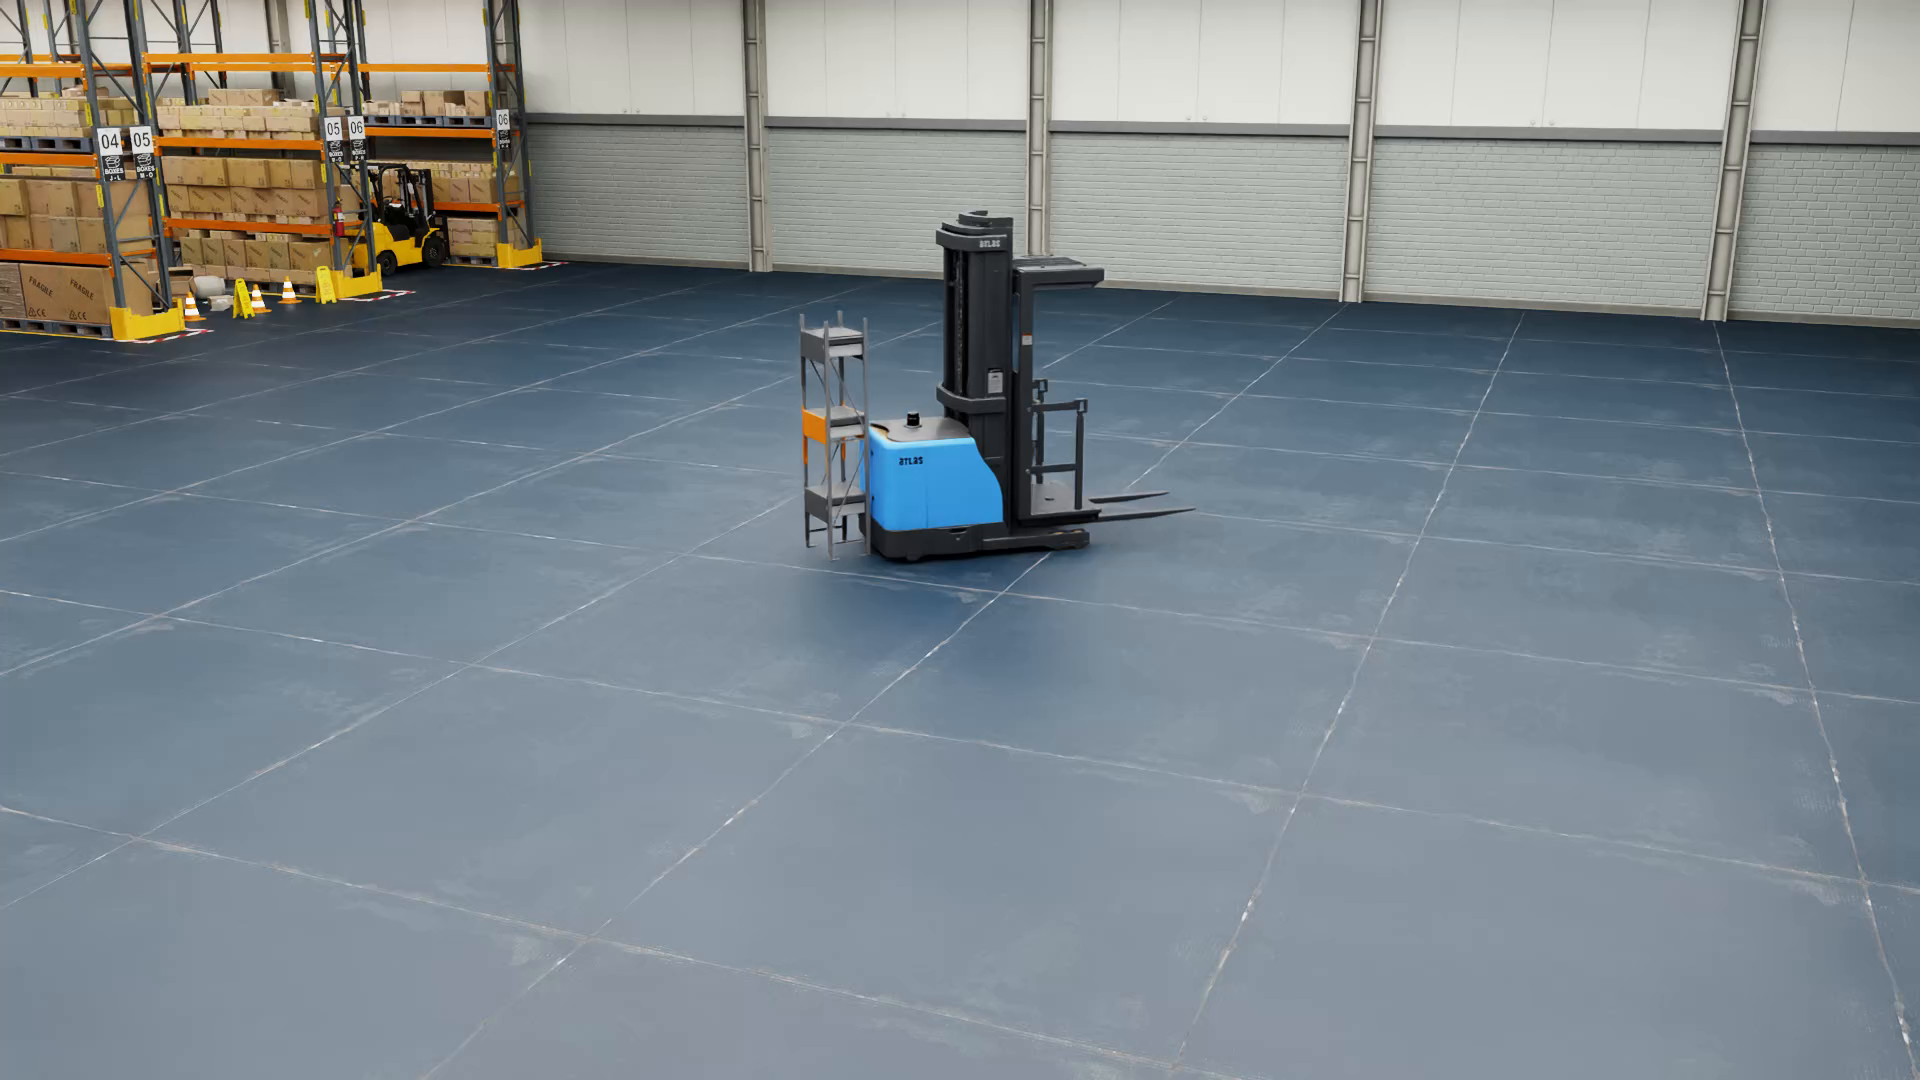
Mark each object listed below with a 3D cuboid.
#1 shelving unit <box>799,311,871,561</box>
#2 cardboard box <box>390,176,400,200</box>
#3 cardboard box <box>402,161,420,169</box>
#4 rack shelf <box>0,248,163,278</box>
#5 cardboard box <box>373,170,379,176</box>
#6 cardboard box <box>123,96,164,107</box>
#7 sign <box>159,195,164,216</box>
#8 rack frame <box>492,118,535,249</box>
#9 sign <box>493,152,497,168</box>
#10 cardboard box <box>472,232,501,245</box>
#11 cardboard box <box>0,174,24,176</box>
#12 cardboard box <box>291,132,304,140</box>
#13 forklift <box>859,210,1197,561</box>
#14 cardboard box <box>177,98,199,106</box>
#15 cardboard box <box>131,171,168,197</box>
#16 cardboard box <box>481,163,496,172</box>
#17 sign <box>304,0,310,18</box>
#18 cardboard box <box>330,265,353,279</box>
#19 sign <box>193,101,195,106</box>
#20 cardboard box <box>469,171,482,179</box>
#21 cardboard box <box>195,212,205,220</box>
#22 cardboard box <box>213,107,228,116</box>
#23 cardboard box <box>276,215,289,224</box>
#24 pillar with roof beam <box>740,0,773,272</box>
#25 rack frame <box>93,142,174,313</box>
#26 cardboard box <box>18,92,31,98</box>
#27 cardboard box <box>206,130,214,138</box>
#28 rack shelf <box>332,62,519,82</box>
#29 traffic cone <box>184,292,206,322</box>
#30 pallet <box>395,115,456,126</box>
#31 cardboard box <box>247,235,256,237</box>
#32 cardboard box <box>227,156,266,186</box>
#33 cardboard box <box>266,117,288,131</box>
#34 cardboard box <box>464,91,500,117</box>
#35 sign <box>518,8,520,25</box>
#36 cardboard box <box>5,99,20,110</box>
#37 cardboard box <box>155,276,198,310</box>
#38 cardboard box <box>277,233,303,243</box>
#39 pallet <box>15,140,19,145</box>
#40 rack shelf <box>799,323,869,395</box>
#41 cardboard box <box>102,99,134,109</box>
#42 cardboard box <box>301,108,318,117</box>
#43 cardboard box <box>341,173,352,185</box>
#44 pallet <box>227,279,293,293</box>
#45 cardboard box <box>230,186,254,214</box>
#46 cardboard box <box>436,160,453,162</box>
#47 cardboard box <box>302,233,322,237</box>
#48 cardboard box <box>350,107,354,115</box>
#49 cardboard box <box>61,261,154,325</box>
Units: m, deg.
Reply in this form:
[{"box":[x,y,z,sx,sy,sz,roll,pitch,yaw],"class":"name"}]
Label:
[{"box":[-1.088,-0.909,14.537,0.431,2.100,0.503,-9,18,-28],"class":"shelving unit"},{"box":[-11.800,-7.538,35.580,0.500,0.500,0.500,6,17,20],"class":"cardboard box"},{"box":[-11.664,-7.985,35.424,0.250,0.149,0.380,6,17,20],"class":"cardboard box"},{"box":[-14.759,-4.572,26.832,4.000,0.370,1.077,6,17,21],"class":"rack shelf"},{"box":[-12.385,-7.917,35.722,0.250,0.149,0.380,6,17,21],"class":"cardboard box"},{"box":[-15.761,-8.438,32.099,0.500,0.250,0.500,6,17,19],"class":"cardboard box"},{"box":[-12.689,-5.310,26.389,0.005,0.325,0.100,6,17,21],"class":"sign"},{"box":[-9.358,-7.295,34.921,0.127,3.000,1.000,6,17,21],"class":"rack frame"},{"box":[-9.570,-7.825,34.246,0.005,0.325,0.100,6,17,21],"class":"sign"},{"box":[-9.925,-6.385,35.068,0.500,0.250,0.500,6,17,20],"class":"cardboard box"},{"box":[-15.734,-5.640,27.014,0.550,0.550,0.875,6,17,21],"class":"cardboard box"},{"box":[-11.854,-7.308,30.036,0.250,0.149,0.380,6,17,21],"class":"cardboard box"},{"box":[0.651,-1.445,14.895,3.031,2.935,1.130,-5,17,-17],"class":"forklift"},{"box":[-17.228,-9.774,37.102,0.250,0.149,0.380,7,18,22],"class":"cardboard box"},{"box":[-15.411,-6.796,31.738,0.500,0.500,0.500,6,17,20],"class":"cardboard box"},{"box":[-9.769,-7.779,34.713,0.250,0.149,0.380,6,17,21],"class":"cardboard box"},{"box":[-11.398,-9.271,29.008,0.005,0.325,0.100,6,17,21],"class":"sign"},{"box":[-11.825,-5.042,31.341,0.500,0.250,0.500,6,17,20],"class":"cardboard box"},{"box":[-14.705,-8.246,31.892,0.005,0.325,0.100,6,17,21],"class":"sign"},{"box":[-10.032,-7.635,34.752,0.250,0.149,0.380,7,17,22],"class":"cardboard box"},{"box":[-14.209,-6.148,31.423,0.250,0.149,0.380,6,17,20],"class":"cardboard box"},{"box":[-13.492,-7.883,30.587,0.250,0.149,0.380,6,17,20],"class":"cardboard box"},{"box":[-12.360,-5.916,30.624,0.250,0.149,0.380,7,17,22],"class":"cardboard box"},{"box":[-5.673,-8.750,29.175,0.400,9.000,9.100,6,17,21],"class":"pillar with roof beam"},{"box":[-12.898,-4.713,26.027,0.127,3.000,1.000,6,17,21],"class":"rack frame"},{"box":[-21.554,-10.312,38.774,0.500,0.250,0.500,6,17,20],"class":"cardboard box"},{"box":[-13.740,-7.536,30.824,0.250,0.149,0.380,6,17,19],"class":"cardboard box"},{"box":[-11.218,-9.843,34.945,4.000,0.370,1.077,6,17,21],"class":"rack shelf"},{"box":[-12.871,-3.917,27.836,0.334,0.463,0.336,6,17,21],"class":"traffic cone"},{"box":[-11.145,-8.896,35.215,1.213,0.211,1.003,6,17,21],"class":"pallet"},{"box":[-13.299,-5.563,31.789,0.500,0.500,0.500,7,18,24],"class":"cardboard box"},{"box":[-13.124,-6.840,30.848,0.500,0.500,0.700,6,17,20],"class":"cardboard box"},{"box":[-12.213,-7.556,30.176,0.500,0.250,0.500,6,17,20],"class":"cardboard box"},{"box":[-9.859,-9.015,34.354,0.500,0.500,0.500,7,18,22],"class":"cardboard box"},{"box":[-9.149,-10.844,34.426,0.005,0.325,0.100,6,17,21],"class":"sign"},{"box":[-14.519,-6.742,25.724,0.250,0.149,0.380,6,17,20],"class":"cardboard box"},{"box":[-13.739,-4.331,29.190,0.637,0.503,0.797,-5,17,-18],"class":"cardboard box"},{"box":[-12.383,-5.594,30.733,0.250,0.149,0.380,7,18,22],"class":"cardboard box"},{"box":[-15.862,-6.433,26.733,1.213,0.211,1.003,6,17,21],"class":"pallet"},{"box":[-1.088,-1.569,14.347,0.431,0.518,0.480,-9,18,-28],"class":"rack shelf"},{"box":[-13.092,-6.782,25.862,0.250,0.149,0.380,6,17,21],"class":"cardboard box"},{"box":[-11.599,-7.668,29.846,0.250,0.149,0.380,6,17,21],"class":"cardboard box"},{"box":[-13.630,-7.856,36.226,0.500,0.250,0.500,6,17,19],"class":"cardboard box"},{"box":[-13.120,-4.893,31.650,1.213,0.211,1.003,6,17,21],"class":"pallet"},{"box":[-13.175,-6.343,30.930,0.500,0.500,0.500,6,17,21],"class":"cardboard box"},{"box":[-11.020,-8.052,35.654,0.250,0.149,0.380,6,17,21],"class":"cardboard box"},{"box":[-14.288,-6.897,37.057,0.625,0.625,0.875,6,17,20],"class":"cardboard box"},{"box":[-12.773,-9.149,35.445,0.250,0.149,0.380,7,17,22],"class":"cardboard box"},{"box":[-13.553,-3.946,26.445,0.875,0.875,0.875,6,17,21],"class":"cardboard box"}]
